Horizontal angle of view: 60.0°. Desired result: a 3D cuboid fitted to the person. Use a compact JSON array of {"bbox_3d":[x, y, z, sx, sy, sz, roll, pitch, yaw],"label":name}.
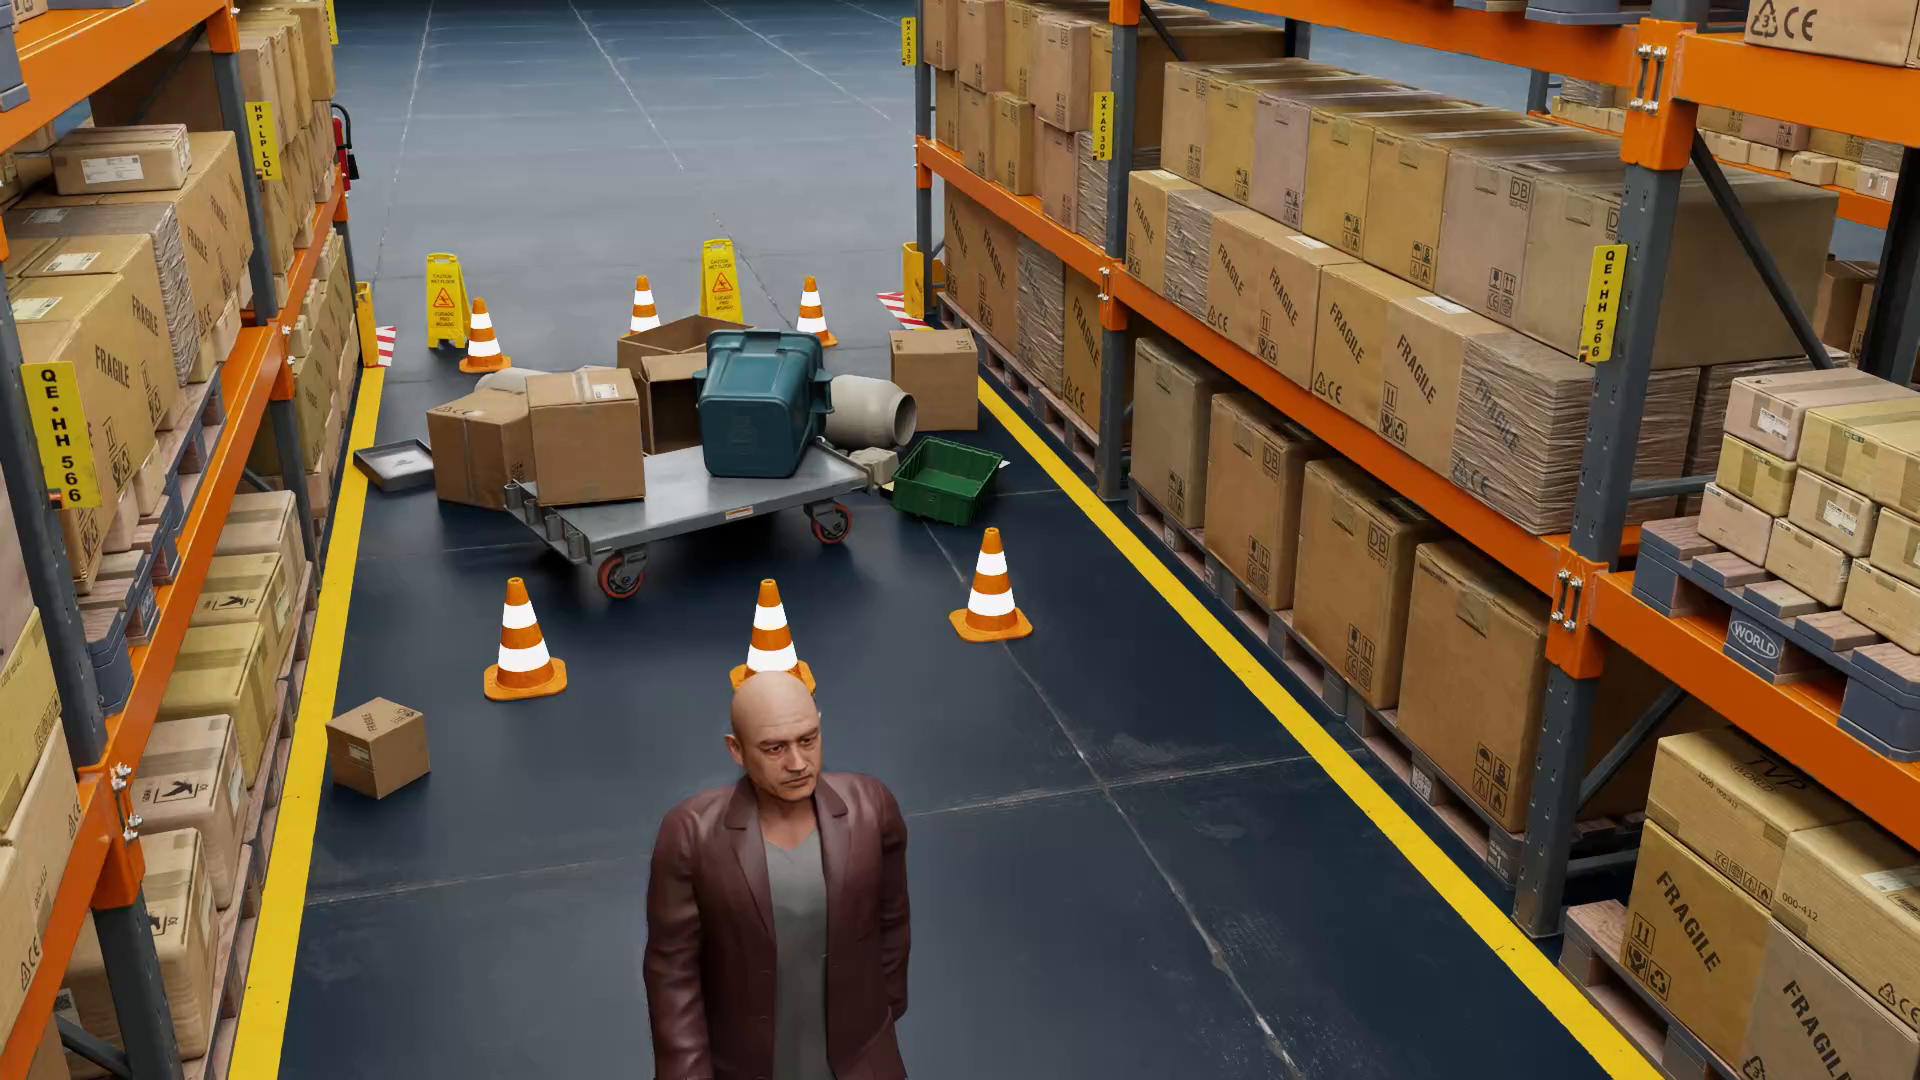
[{"bbox_3d":[-0.349,1.101,3.465,0.574,1.727,1.101,-5,23,-12],"label":"person"}]
